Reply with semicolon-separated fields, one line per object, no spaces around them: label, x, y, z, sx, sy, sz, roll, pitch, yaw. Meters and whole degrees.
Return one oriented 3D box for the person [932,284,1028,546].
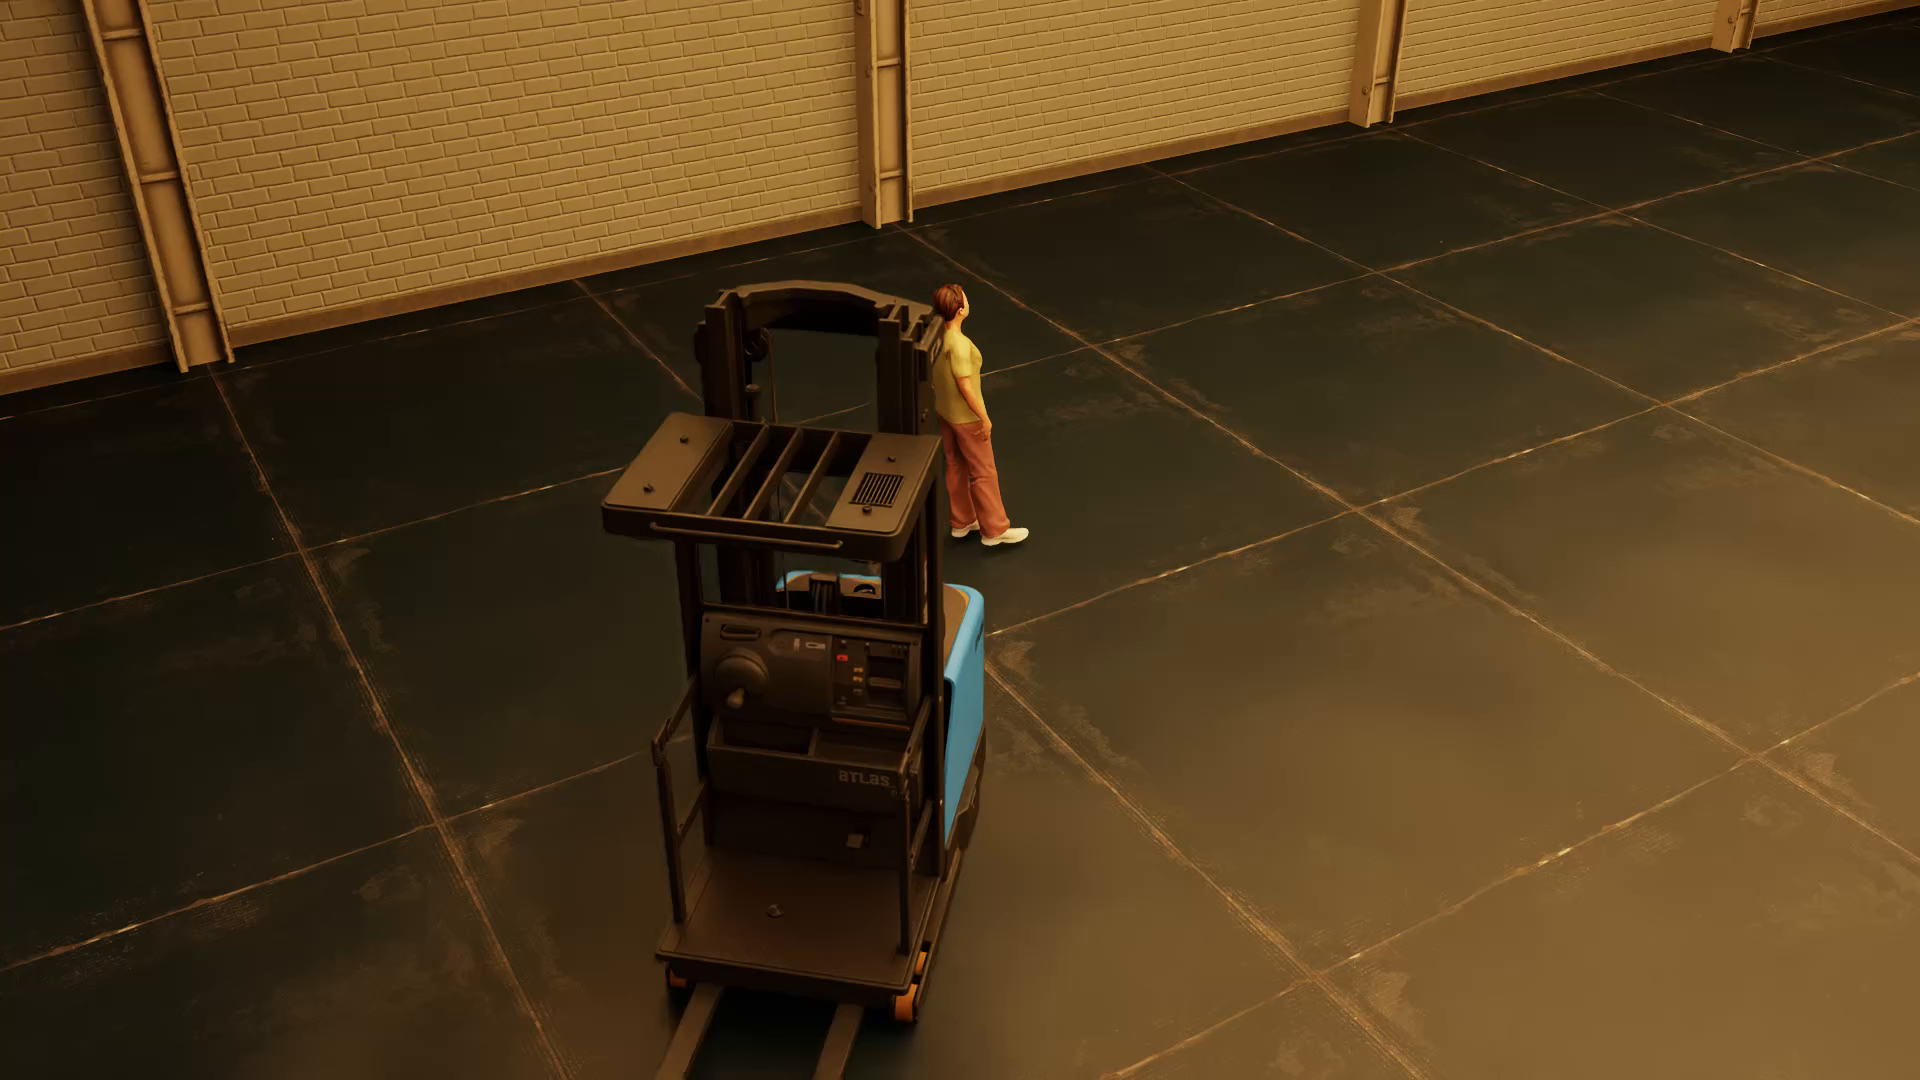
person;0.069;-0.775;10.070;0.547;1.673;0.554;-17;35;-26

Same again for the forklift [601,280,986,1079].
forklift;-0.657;0.584;6.671;1.130;2.935;3.031;6;31;9
